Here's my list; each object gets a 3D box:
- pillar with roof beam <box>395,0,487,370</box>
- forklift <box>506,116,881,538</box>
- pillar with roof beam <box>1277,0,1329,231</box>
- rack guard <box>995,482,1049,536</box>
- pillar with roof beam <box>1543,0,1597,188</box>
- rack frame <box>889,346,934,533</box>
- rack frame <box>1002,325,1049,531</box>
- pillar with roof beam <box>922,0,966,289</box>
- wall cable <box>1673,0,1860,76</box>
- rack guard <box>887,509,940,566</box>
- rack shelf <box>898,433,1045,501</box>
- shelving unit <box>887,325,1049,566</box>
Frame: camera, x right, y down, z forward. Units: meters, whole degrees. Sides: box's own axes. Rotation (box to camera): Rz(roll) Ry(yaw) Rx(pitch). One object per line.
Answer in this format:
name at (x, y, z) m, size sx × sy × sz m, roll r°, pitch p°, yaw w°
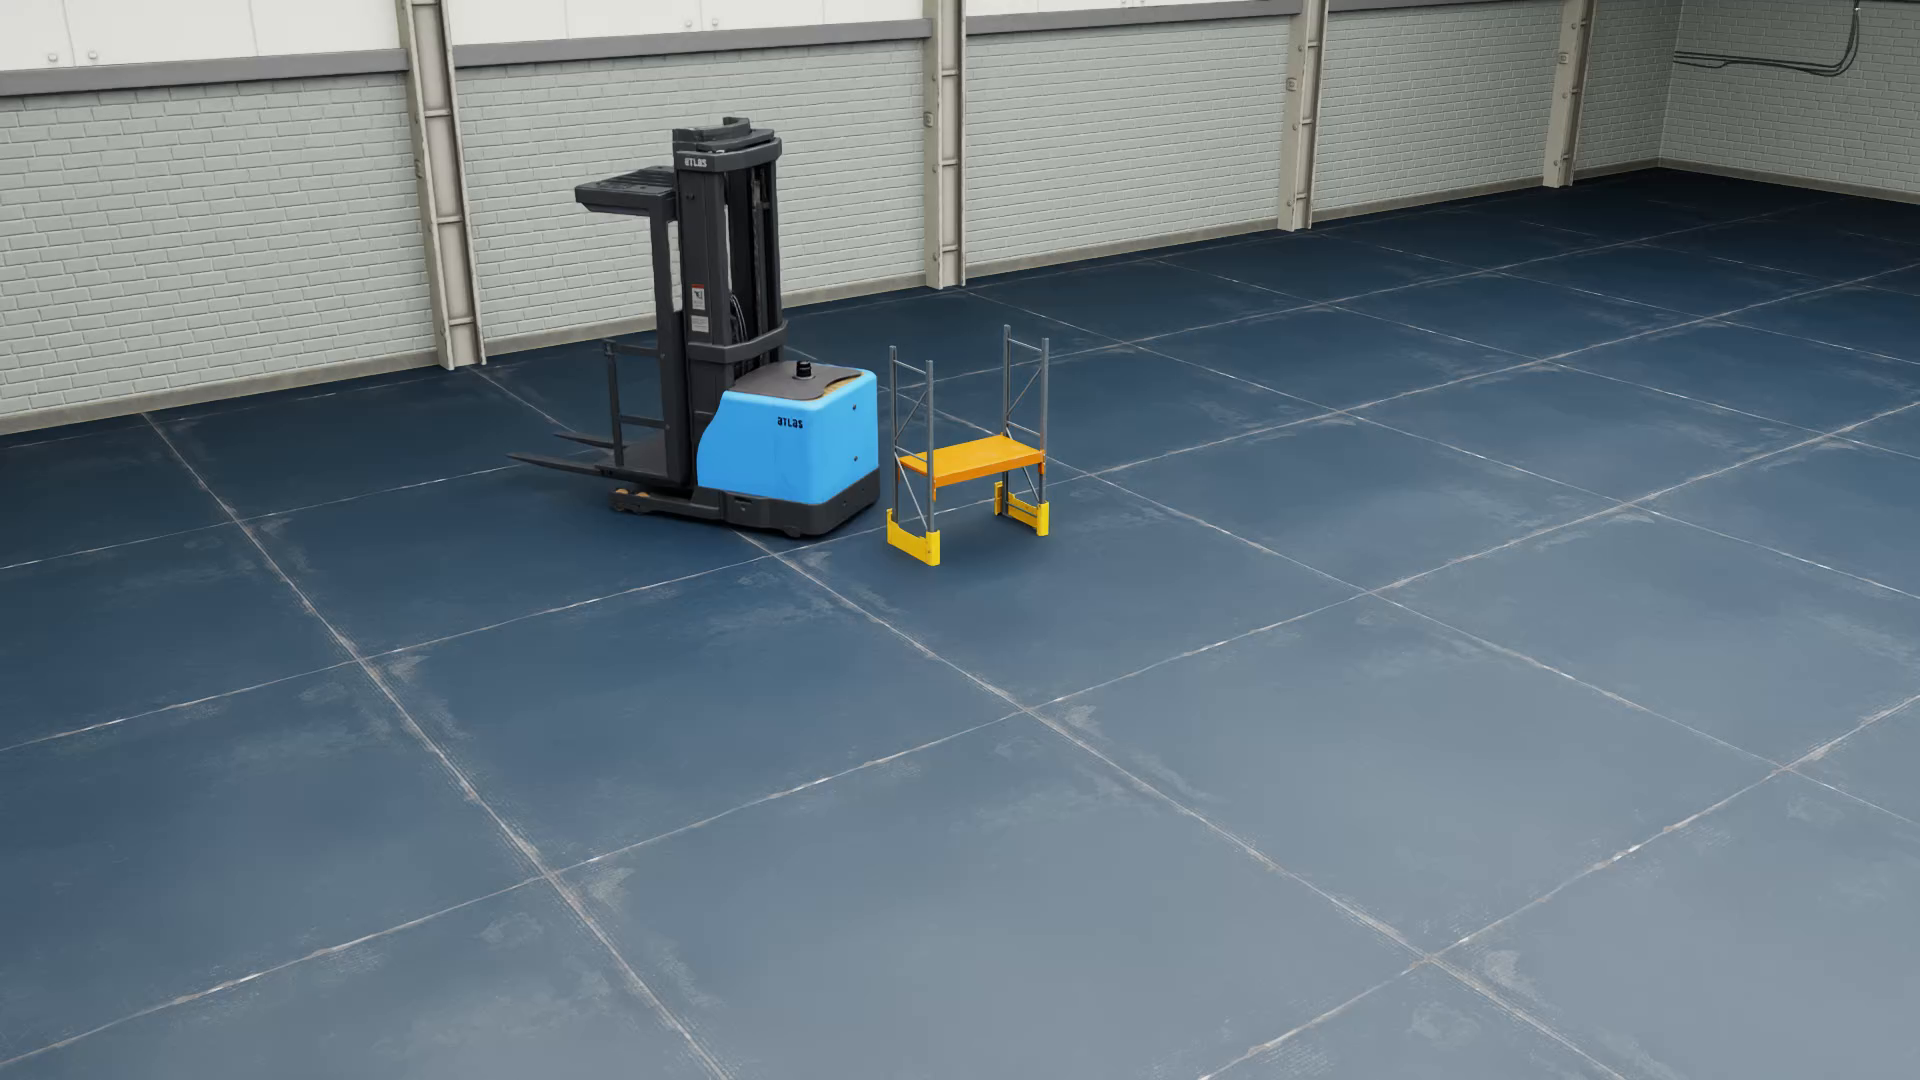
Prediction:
pillar with roof beam at (-2.536, -4.675, 11.969) m, size 0.400 × 9.000 × 9.100 m, roll -15°, pitch 26°, yaw -33°
forklift at (-2.186, -1.726, 12.767) m, size 3.031 × 2.935 × 1.130 m, roll 10°, pitch 24°, yaw 23°
pillar with roof beam at (7.205, -7.272, 18.478) m, size 0.400 × 9.000 × 9.100 m, roll -15°, pitch 26°, yaw -33°
rack guard at (0.466, -0.240, 12.662) m, size 0.087 × 0.250 × 0.587 m, roll -15°, pitch 26°, yaw -33°
pillar with roof beam at (12.075, -8.571, 21.733) m, size 0.400 × 9.000 × 9.100 m, roll -15°, pitch 26°, yaw -33°
rack frame at (-0.343, -0.605, 11.889) m, size 0.032 × 1.500 × 0.500 m, roll -15°, pitch 26°, yaw -33°
rack frame at (0.482, -0.825, 12.440) m, size 0.032 × 1.500 × 0.500 m, roll -15°, pitch 26°, yaw -33°
pillar with roof beam at (2.334, -5.973, 15.224) m, size 0.400 × 9.000 × 9.100 m, roll -15°, pitch 26°, yaw -33°
wall cable at (12.725, -8.663, 26.155) m, size 0.112 × 2.526 × 3.097 m, roll -15°, pitch 26°, yaw -33°
rack guard at (-0.342, -0.025, 12.121) m, size 0.087 × 0.250 × 0.587 m, roll -15°, pitch 26°, yaw -33°
rack shelf at (0.069, -0.548, 12.231) m, size 1.000 × 0.185 × 0.538 m, roll -15°, pitch 26°, yaw -33°
shelving unit at (0.062, -0.713, 12.160) m, size 1.083 × 1.500 × 0.587 m, roll -15°, pitch 26°, yaw -33°
